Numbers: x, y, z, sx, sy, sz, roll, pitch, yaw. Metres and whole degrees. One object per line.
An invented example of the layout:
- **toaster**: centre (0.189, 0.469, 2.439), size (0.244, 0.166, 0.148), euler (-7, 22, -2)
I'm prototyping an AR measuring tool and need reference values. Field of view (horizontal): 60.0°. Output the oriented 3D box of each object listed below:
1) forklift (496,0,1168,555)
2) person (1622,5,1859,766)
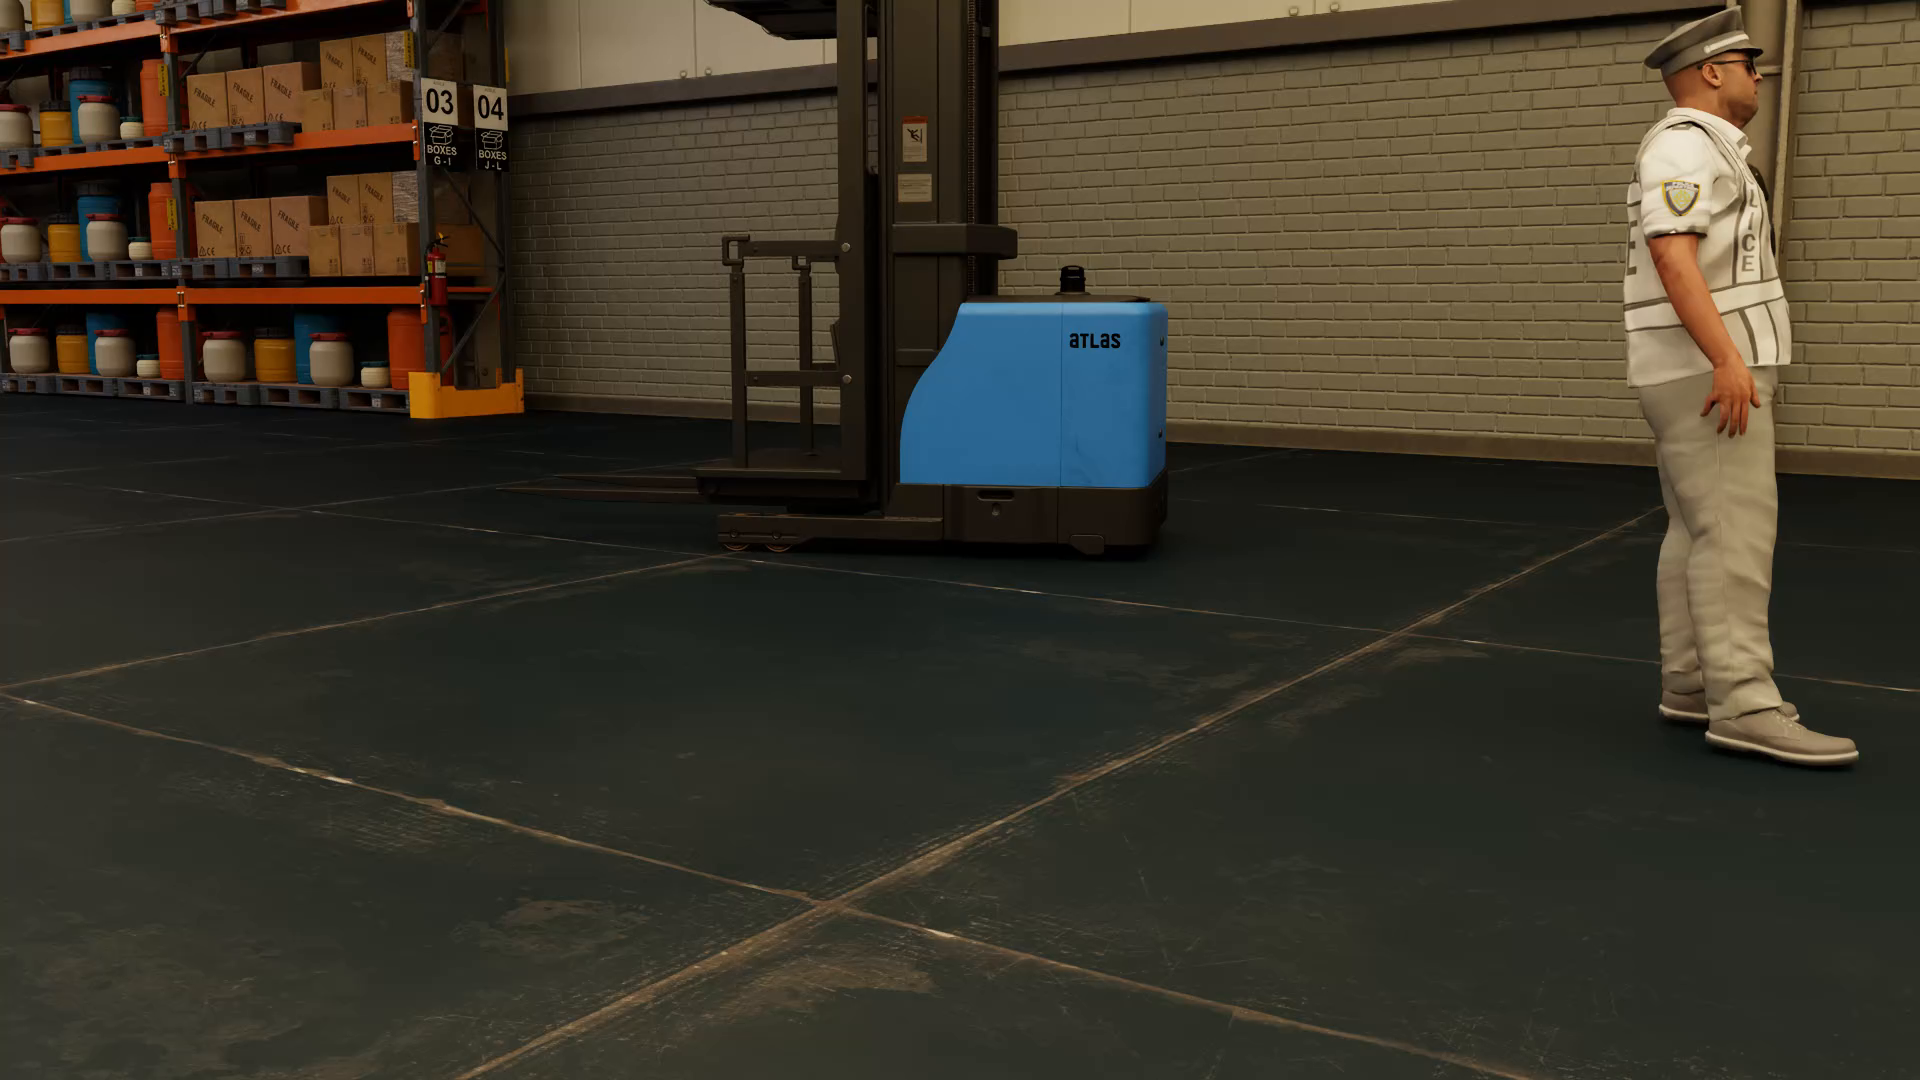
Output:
- **forklift**: centre (-0.596, -1.469, 7.520), size (3.031, 2.935, 1.130), euler (2, 8, 12)
- **person**: centre (1.926, -0.407, 4.084), size (0.575, 1.780, 0.640), euler (4, 9, 24)
